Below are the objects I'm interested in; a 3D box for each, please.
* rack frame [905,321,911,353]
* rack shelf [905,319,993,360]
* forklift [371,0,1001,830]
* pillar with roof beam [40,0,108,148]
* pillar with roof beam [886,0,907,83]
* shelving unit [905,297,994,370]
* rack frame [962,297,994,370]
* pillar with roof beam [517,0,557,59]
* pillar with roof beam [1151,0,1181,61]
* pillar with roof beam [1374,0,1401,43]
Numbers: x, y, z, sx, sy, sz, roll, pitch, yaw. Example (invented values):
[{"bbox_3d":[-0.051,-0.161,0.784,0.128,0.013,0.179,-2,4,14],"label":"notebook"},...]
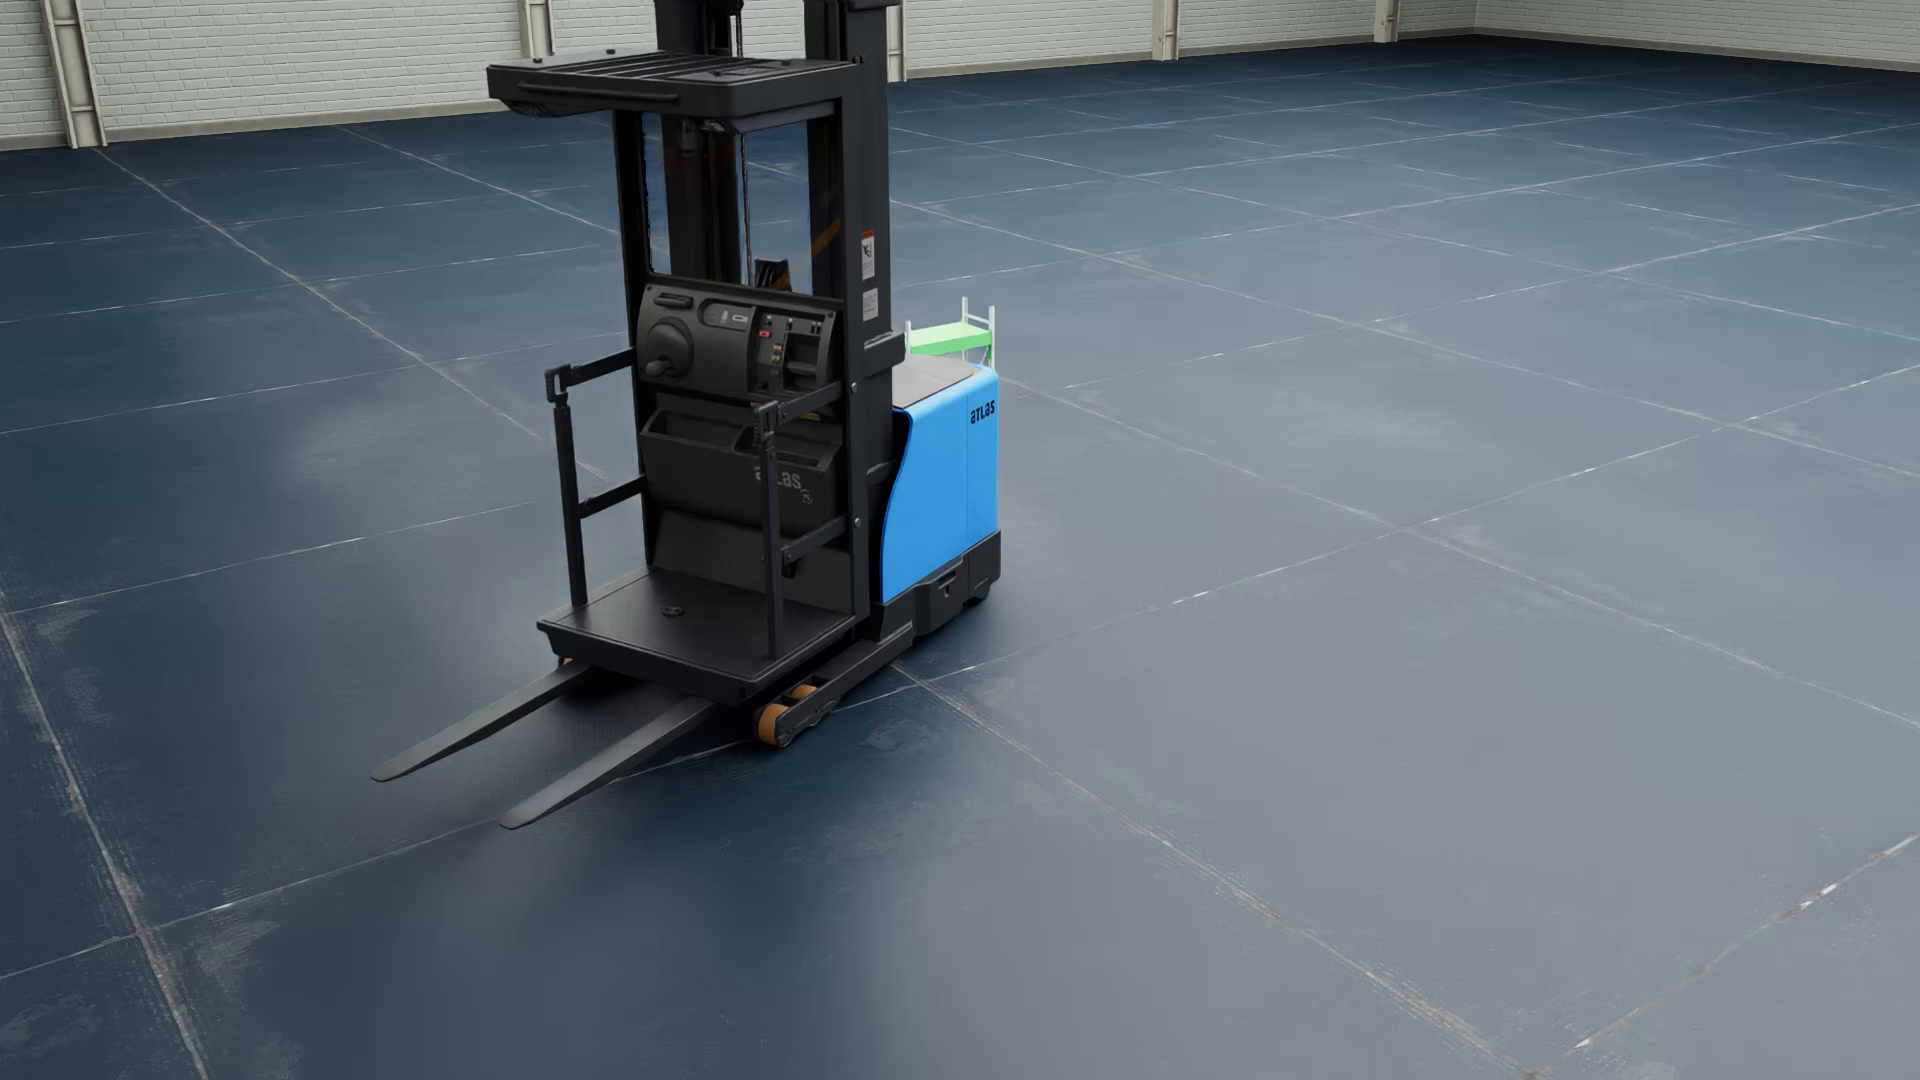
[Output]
[{"bbox_3d":[-0.305,-0.487,7.997,0.015,1.200,0.240,-15,26,-33],"label":"rack frame"},{"bbox_3d":[-0.108,-0.927,7.977,0.480,0.148,0.258,-15,26,-33],"label":"rack shelf"},{"bbox_3d":[-0.988,-0.757,6.340,1.130,2.935,3.031,12,25,28],"label":"forklift"},{"bbox_3d":[-8.347,-7.797,15.795,0.400,9.000,9.100,-15,26,-33],"label":"pillar with roof beam"},{"bbox_3d":[1.394,-10.395,22.304,0.400,9.000,9.100,-15,26,-33],"label":"pillar with roof beam"},{"bbox_3d":[-0.108,-0.540,8.131,0.503,1.200,0.258,-15,26,-33],"label":"shelving unit"},{"bbox_3d":[0.088,-0.594,8.265,0.015,1.200,0.240,-15,26,-33],"label":"rack frame"},{"bbox_3d":[-3.477,-9.096,19.050,0.400,9.000,9.100,-15,26,-33],"label":"pillar with roof beam"},{"bbox_3d":[6.264,-11.693,25.559,0.400,9.000,9.100,-15,26,-33],"label":"pillar with roof beam"},{"bbox_3d":[11.135,-12.992,28.813,0.400,9.000,9.100,-15,26,-33],"label":"pillar with roof beam"}]
